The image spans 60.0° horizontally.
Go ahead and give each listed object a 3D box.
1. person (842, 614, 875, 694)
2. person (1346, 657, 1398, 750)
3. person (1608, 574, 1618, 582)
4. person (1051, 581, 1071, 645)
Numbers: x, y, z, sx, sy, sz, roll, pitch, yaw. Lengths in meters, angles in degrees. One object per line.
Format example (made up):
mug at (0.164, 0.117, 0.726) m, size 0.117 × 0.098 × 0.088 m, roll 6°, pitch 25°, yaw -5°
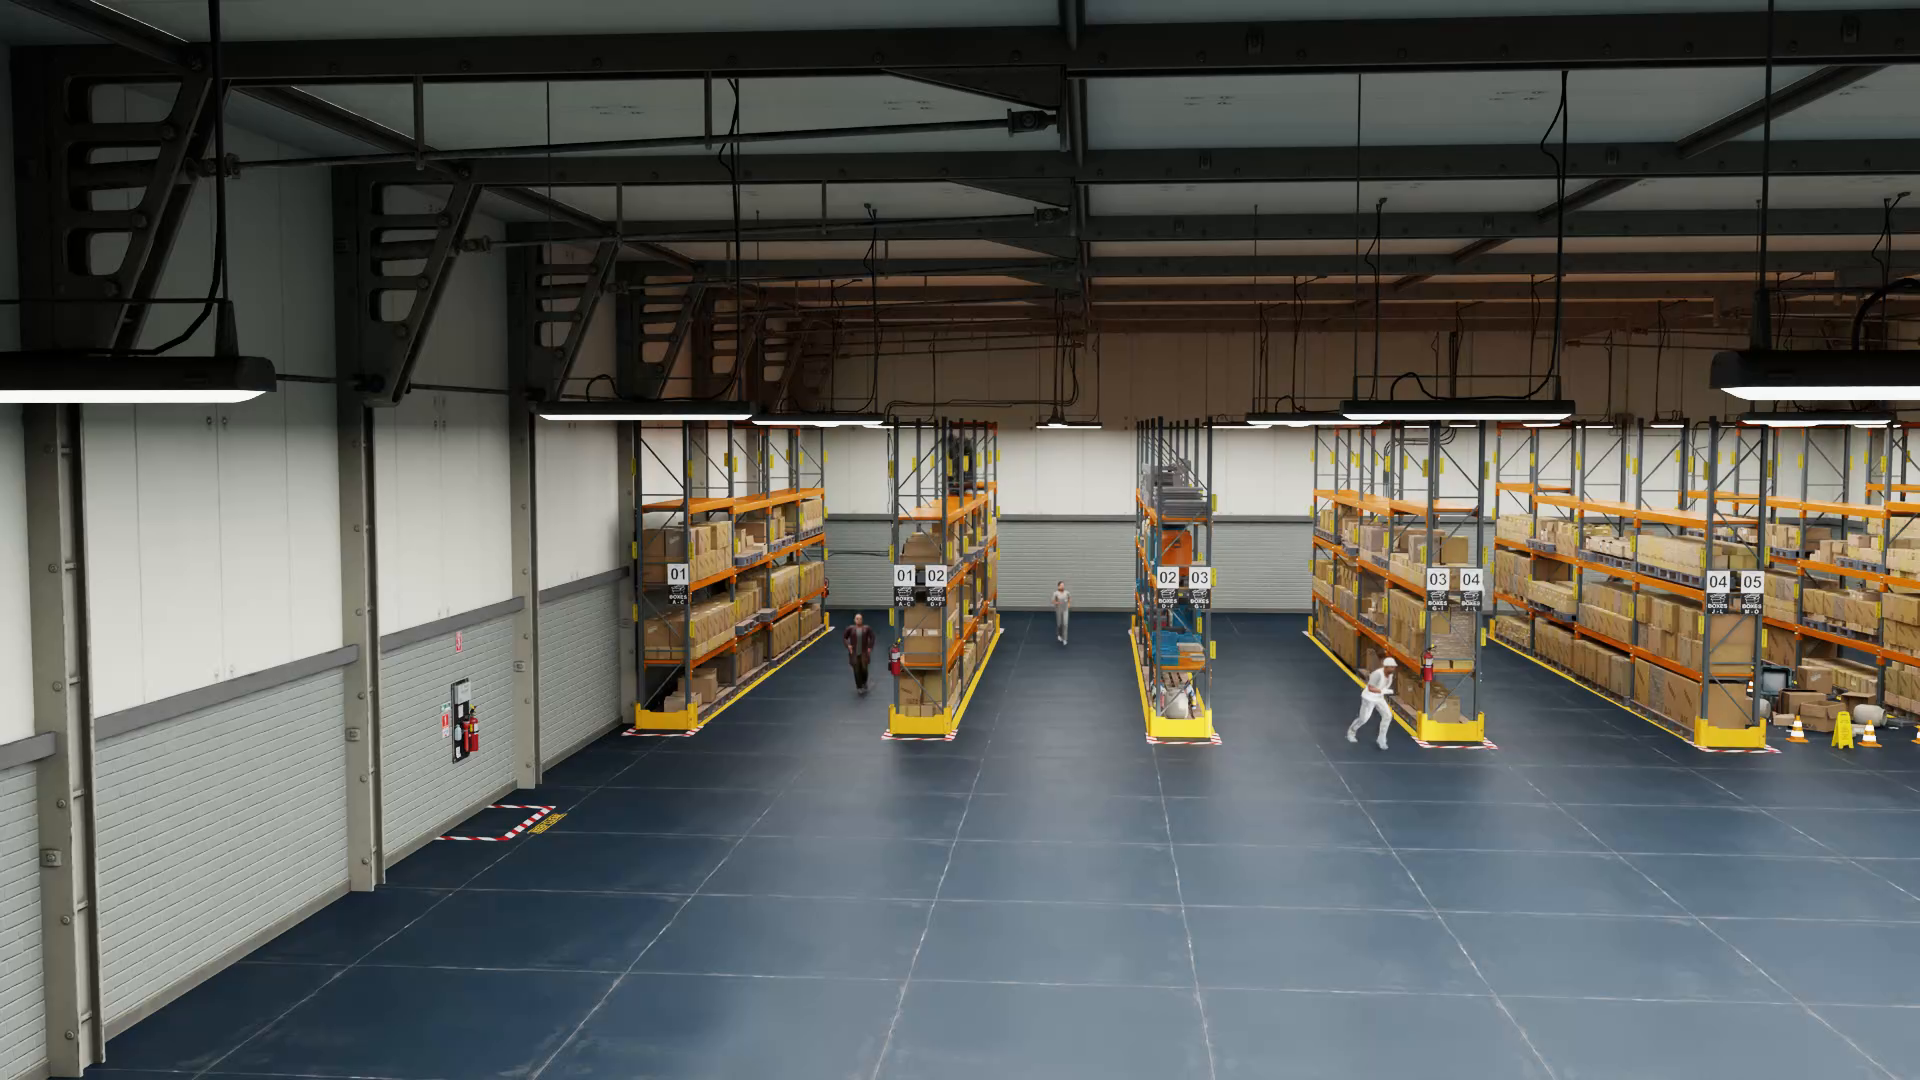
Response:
person at (-2.220, 2.480, 36.333) m, size 0.715 × 1.740 × 0.633 m, roll 0°, pitch 4°, yaw -2°
person at (7.470, 2.948, 30.114) m, size 0.729 × 1.721 × 1.022 m, roll -3°, pitch 5°, yaw -43°
person at (18.731, 1.760, 47.539) m, size 0.967 × 1.741 × 0.666 m, roll 0°, pitch 4°, yaw 5°
person at (2.733, 1.939, 44.735) m, size 0.571 × 1.655 × 0.950 m, roll 0°, pitch 4°, yaw -4°
